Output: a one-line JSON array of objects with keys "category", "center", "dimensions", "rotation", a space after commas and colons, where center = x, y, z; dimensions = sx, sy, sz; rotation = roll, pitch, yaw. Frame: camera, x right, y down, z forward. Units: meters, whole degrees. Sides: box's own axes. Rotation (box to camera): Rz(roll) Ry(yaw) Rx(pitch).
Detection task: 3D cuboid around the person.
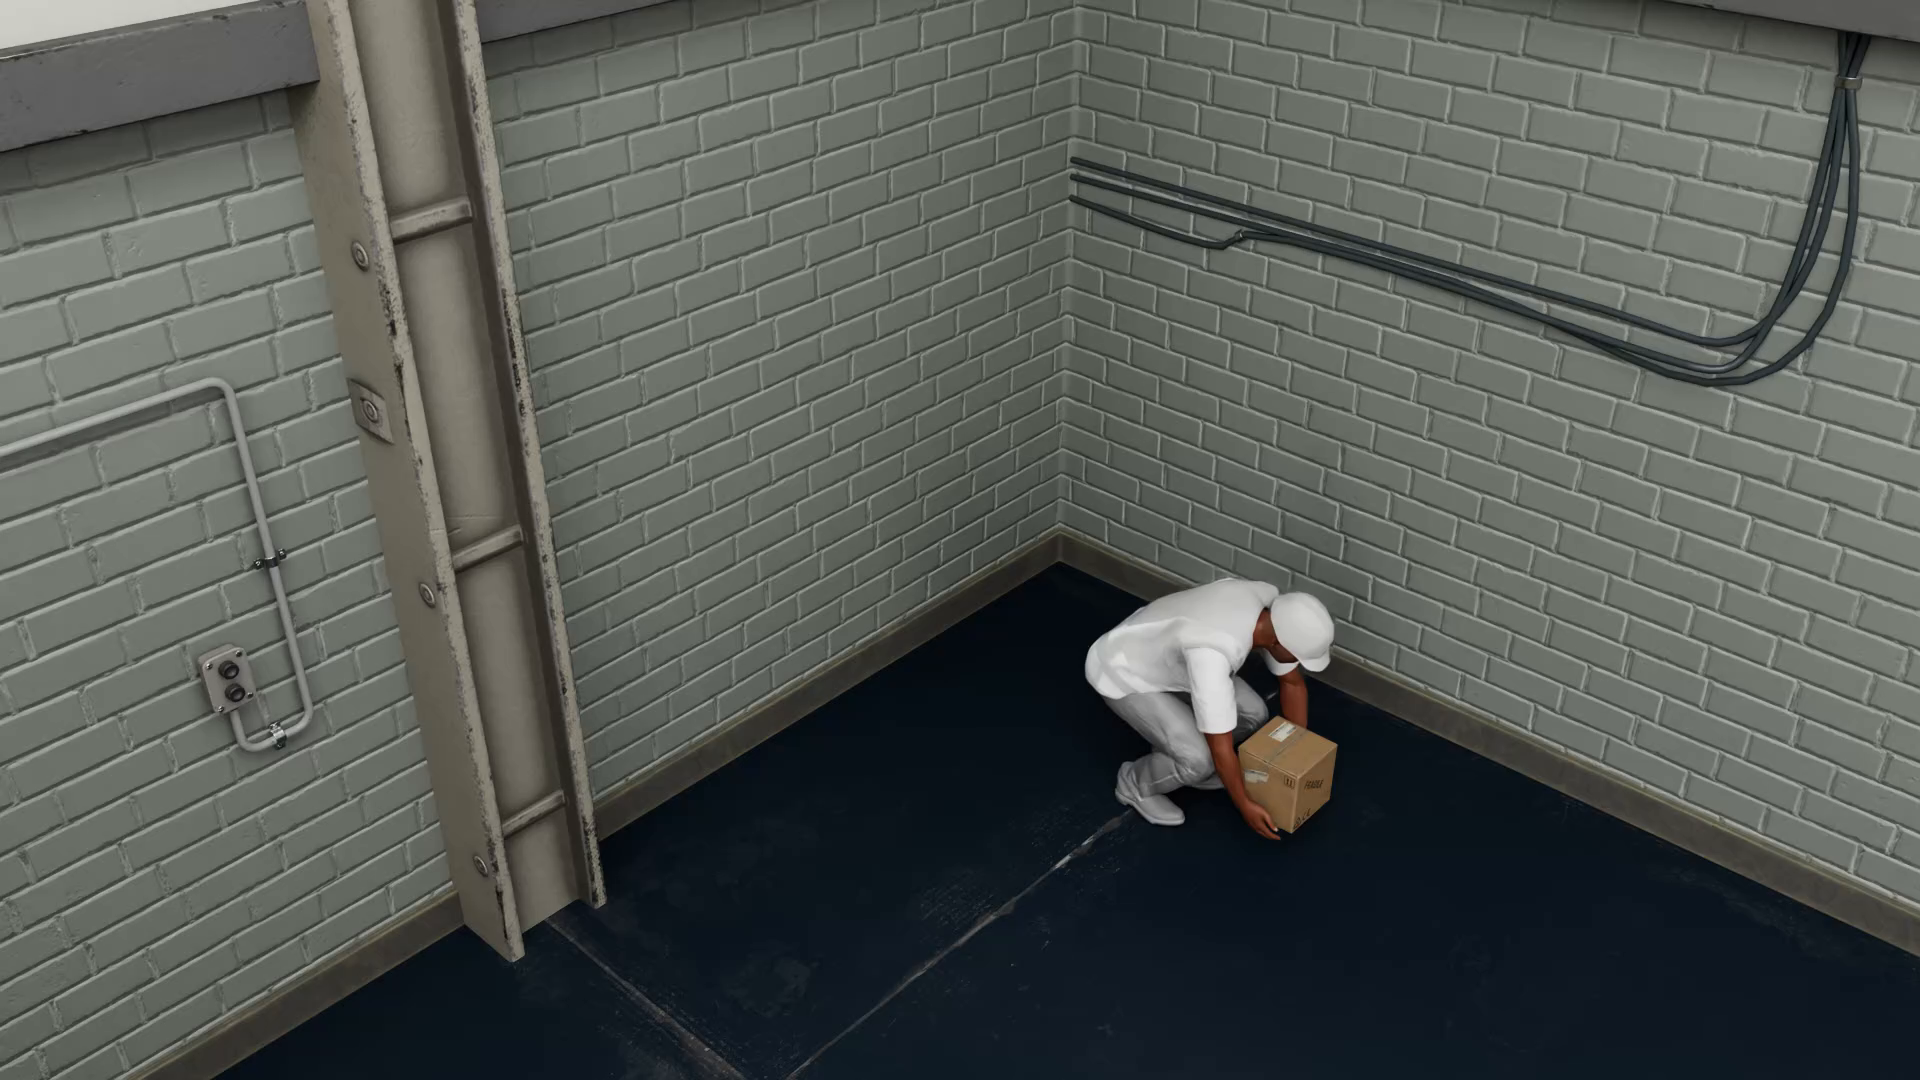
[{"category": "person", "center": [0.903, 0.530, 5.952], "dimensions": [0.886, 1.028, 0.583], "rotation": [25, 39, 35]}]
